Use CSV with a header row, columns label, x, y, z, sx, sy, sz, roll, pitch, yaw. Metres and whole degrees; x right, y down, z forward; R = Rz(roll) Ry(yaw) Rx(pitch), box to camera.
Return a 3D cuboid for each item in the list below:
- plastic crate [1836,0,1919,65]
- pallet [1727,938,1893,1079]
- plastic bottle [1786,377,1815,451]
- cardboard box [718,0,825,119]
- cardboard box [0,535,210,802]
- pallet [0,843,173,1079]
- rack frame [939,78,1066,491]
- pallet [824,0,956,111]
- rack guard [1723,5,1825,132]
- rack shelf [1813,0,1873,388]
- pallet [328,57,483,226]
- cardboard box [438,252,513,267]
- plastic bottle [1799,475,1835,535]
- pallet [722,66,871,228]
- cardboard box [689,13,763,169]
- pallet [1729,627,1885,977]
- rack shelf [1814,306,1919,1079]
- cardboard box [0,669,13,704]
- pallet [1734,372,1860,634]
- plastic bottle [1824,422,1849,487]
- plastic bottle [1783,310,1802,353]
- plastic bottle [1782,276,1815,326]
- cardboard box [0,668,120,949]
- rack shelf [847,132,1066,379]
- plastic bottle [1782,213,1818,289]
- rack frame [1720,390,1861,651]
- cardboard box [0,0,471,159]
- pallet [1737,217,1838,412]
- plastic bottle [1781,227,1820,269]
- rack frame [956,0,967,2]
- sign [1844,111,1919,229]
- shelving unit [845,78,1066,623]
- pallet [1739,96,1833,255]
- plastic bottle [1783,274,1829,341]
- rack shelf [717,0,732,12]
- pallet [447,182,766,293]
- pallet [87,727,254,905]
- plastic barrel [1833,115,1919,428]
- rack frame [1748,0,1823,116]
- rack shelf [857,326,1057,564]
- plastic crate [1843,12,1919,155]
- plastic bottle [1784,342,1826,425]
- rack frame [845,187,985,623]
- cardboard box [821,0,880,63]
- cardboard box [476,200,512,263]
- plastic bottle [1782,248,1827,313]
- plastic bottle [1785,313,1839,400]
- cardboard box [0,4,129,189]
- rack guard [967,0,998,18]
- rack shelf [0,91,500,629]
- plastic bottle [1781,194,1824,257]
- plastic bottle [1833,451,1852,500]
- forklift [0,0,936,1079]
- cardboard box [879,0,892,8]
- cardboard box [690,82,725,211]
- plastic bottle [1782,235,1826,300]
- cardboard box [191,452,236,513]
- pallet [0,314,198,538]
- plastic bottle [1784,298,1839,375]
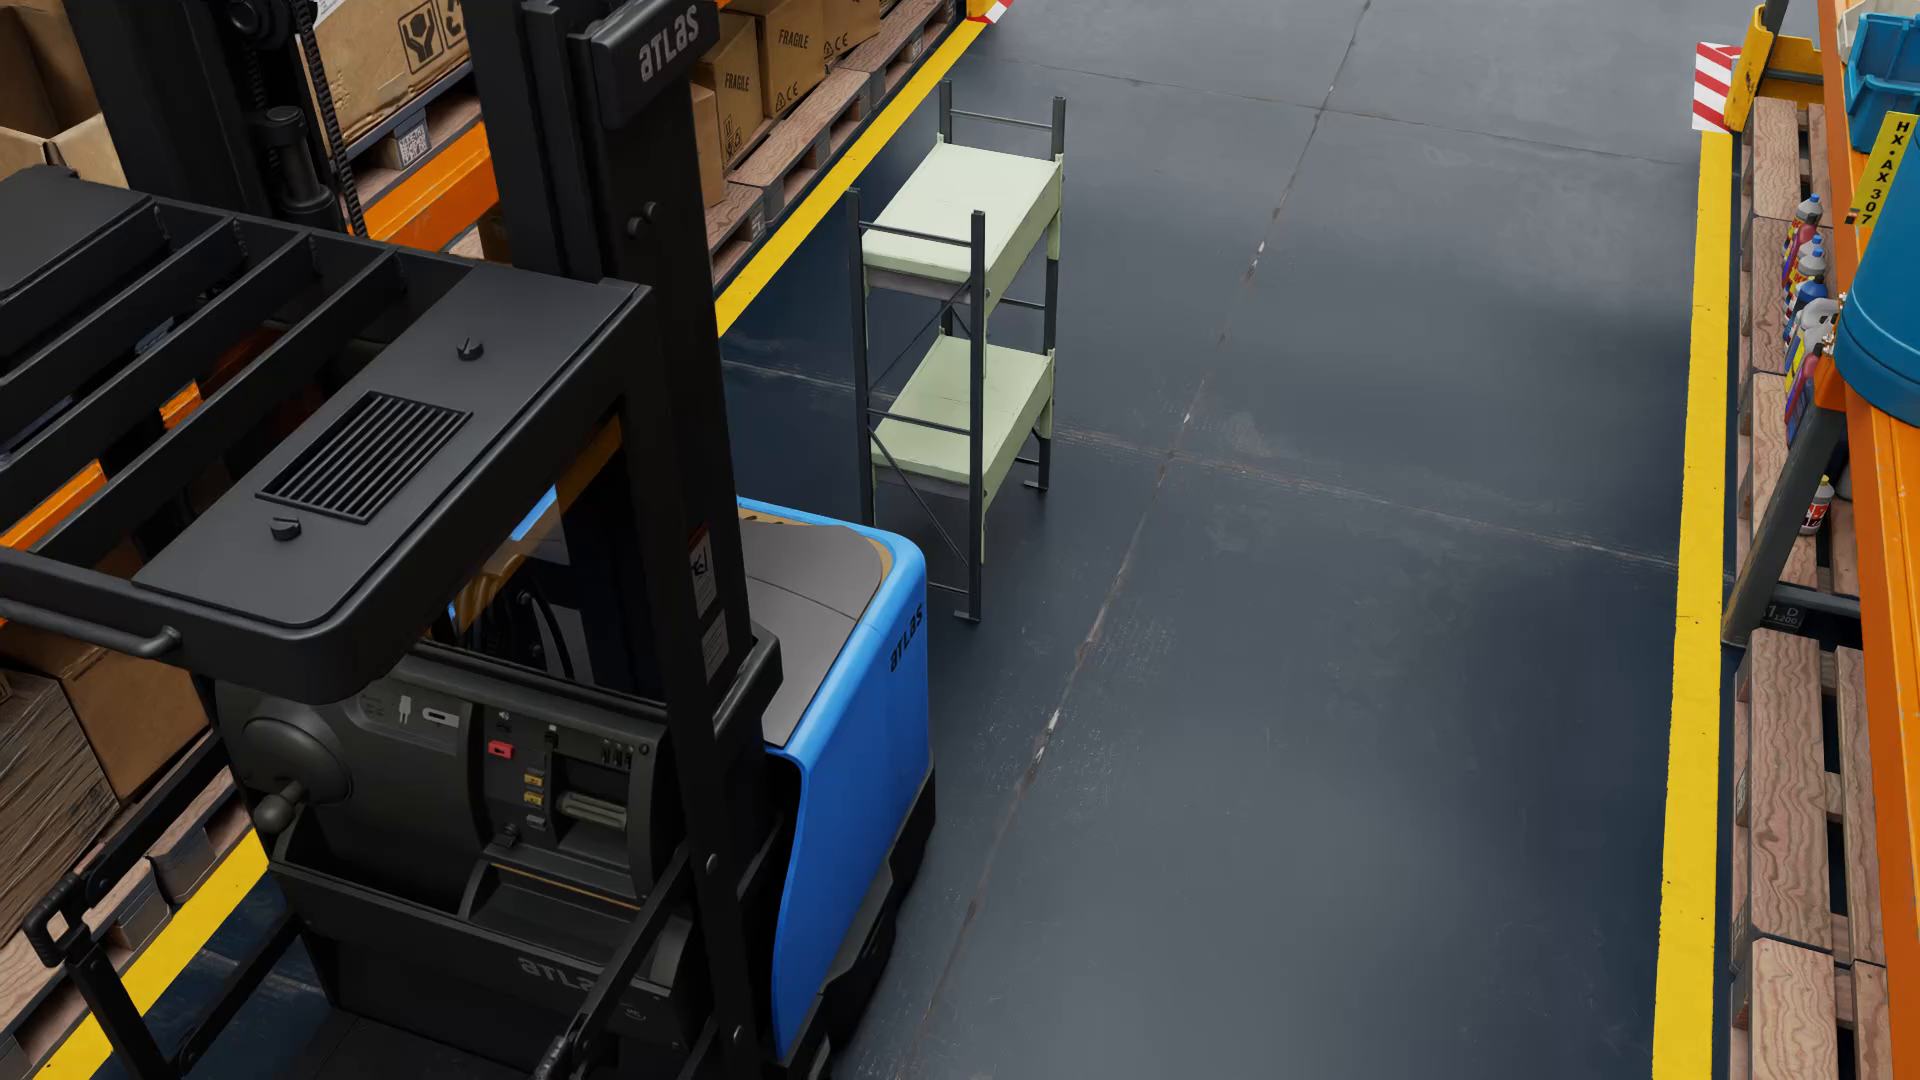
label,x,y,z,sx,sy,sz,roll,pitch,yaw
plastic crate,3.255,-1.677,5.607,0.530,0.136,0.437,13,42,15
pallet,2.291,1.565,3.753,1.003,0.211,1.213,13,42,15
plastic bottle,2.953,-0.464,5.684,0.144,0.351,0.185,11,42,13
cardboard box,-0.982,-2.351,7.797,0.500,0.500,0.500,17,43,19
cardboard box,-2.509,0.292,4.684,0.700,0.500,0.500,17,43,19
pallet,-2.815,1.195,4.187,1.003,0.211,1.213,13,42,15
rack frame,0.127,-0.798,5.530,0.400,1.500,0.023,13,42,15
pallet,-0.685,-2.674,8.722,1.003,0.211,1.213,13,42,15
rack guard,4.324,-2.162,7.899,1.175,0.500,0.348,13,42,15
rack shelf,3.622,-1.677,5.958,1.077,0.370,4.000,13,42,15
pallet,-2.114,-1.323,5.137,1.003,0.211,1.213,13,42,15
cardboard box,-1.946,-0.676,5.819,0.700,0.500,0.500,10,42,12
plastic bottle,2.769,-0.124,5.401,0.097,0.201,0.097,0,40,0
pallet,-1.104,-1.933,7.853,1.003,0.211,1.213,13,42,15
cardboard box,-1.215,-2.021,7.410,0.500,0.500,0.500,10,41,11
pallet,2.706,0.818,4.629,1.003,0.211,1.213,13,42,15
rack shelf,2.254,0.763,3.099,1.077,0.370,4.000,13,42,15
cardboard box,-2.711,0.367,4.018,0.500,0.250,0.500,18,44,20
pallet,3.207,-0.070,5.669,1.003,0.211,1.213,13,42,15
plastic bottle,2.888,-0.347,5.547,0.144,0.351,0.185,12,42,14
plastic bottle,3.138,-0.780,6.171,0.097,0.201,0.097,0,40,0
plastic bottle,3.208,-0.906,6.318,0.097,0.201,0.097,0,40,0
cardboard box,-2.696,0.639,4.276,0.700,0.500,0.500,10,41,12
rack shelf,0.002,-0.872,5.015,0.431,0.370,0.720,13,42,15
plastic bottle,3.299,-1.133,6.521,0.061,0.283,0.133,14,42,16
rack frame,2.938,-0.730,4.295,1.000,3.000,0.127,13,42,15
cardboard box,-2.119,-1.764,4.721,1.000,1.000,1.000,14,42,15
pallet,3.623,-0.817,6.544,1.003,0.211,1.213,13,42,15
plastic bottle,3.358,-1.173,6.631,0.097,0.201,0.097,0,40,0
rack frame,-0.348,-4.269,8.443,1.000,3.000,0.127,13,42,15
sign,2.425,-0.964,4.356,0.100,0.325,0.005,13,42,15
shelving unit,0.002,-0.575,5.268,0.431,1.500,0.755,13,42,15
pallet,4.041,-1.558,7.414,1.003,0.211,1.213,13,42,15
plastic bottle,3.172,-0.869,6.221,0.097,0.271,0.097,0,40,0
rack shelf,-1.032,-2.776,7.247,1.077,0.370,4.000,13,42,15
pallet,-1.520,-1.186,6.978,1.003,0.211,1.213,13,42,15
pallet,-2.397,0.453,5.056,1.003,0.211,1.213,13,42,15
plastic barrel,2.521,-0.753,3.935,0.600,0.901,0.708,13,42,15
rack frame,4.306,-3.170,7.155,1.000,3.000,0.127,13,42,15
rack shelf,0.002,-0.327,5.480,0.431,0.370,0.720,13,42,15
plastic crate,3.062,-1.409,5.205,0.499,0.251,0.616,13,42,15
plastic bottle,2.970,-0.547,5.834,0.061,0.283,0.133,16,43,18
rack frame,-0.123,-0.351,5.006,0.400,1.500,0.023,13,42,15
cardboard box,-0.750,-2.729,8.240,0.500,0.500,0.500,25,46,26
cardboard box,-1.542,-1.274,6.534,0.500,0.500,0.500,12,42,14
plastic bottle,3.242,-0.993,6.366,0.097,0.271,0.097,0,40,0
plastic bottle,3.064,-0.661,5.915,0.144,0.351,0.185,13,42,15
cardboard box,-2.222,-0.951,4.150,0.797,0.503,0.637,18,43,19
rack guard,-0.374,-3.272,9.200,1.175,0.500,0.348,13,42,15
rack shelf,-2.400,-0.336,4.387,1.077,0.370,4.000,13,42,15
plastic bottle,3.393,-1.263,6.682,0.097,0.271,0.097,0,40,0
plastic bottle,3.023,-0.315,5.510,0.144,0.351,0.185,13,42,15
forklift,-1.044,0.494,2.913,1.130,2.935,3.031,13,42,15
cardboard box,-0.578,-3.101,8.676,0.500,0.500,0.500,21,45,23
cardboard box,-1.353,-1.625,6.945,0.500,0.500,0.500,27,47,28
plastic bottle,3.276,-1.054,6.437,0.097,0.271,0.097,0,40,0
cardboard box,-2.318,-0.048,5.082,0.700,0.500,0.500,10,41,11
pallet,-2.446,-0.533,4.212,1.003,0.211,1.213,13,42,15
plastic bottle,3.123,-0.731,6.055,0.152,0.276,0.135,14,42,16
